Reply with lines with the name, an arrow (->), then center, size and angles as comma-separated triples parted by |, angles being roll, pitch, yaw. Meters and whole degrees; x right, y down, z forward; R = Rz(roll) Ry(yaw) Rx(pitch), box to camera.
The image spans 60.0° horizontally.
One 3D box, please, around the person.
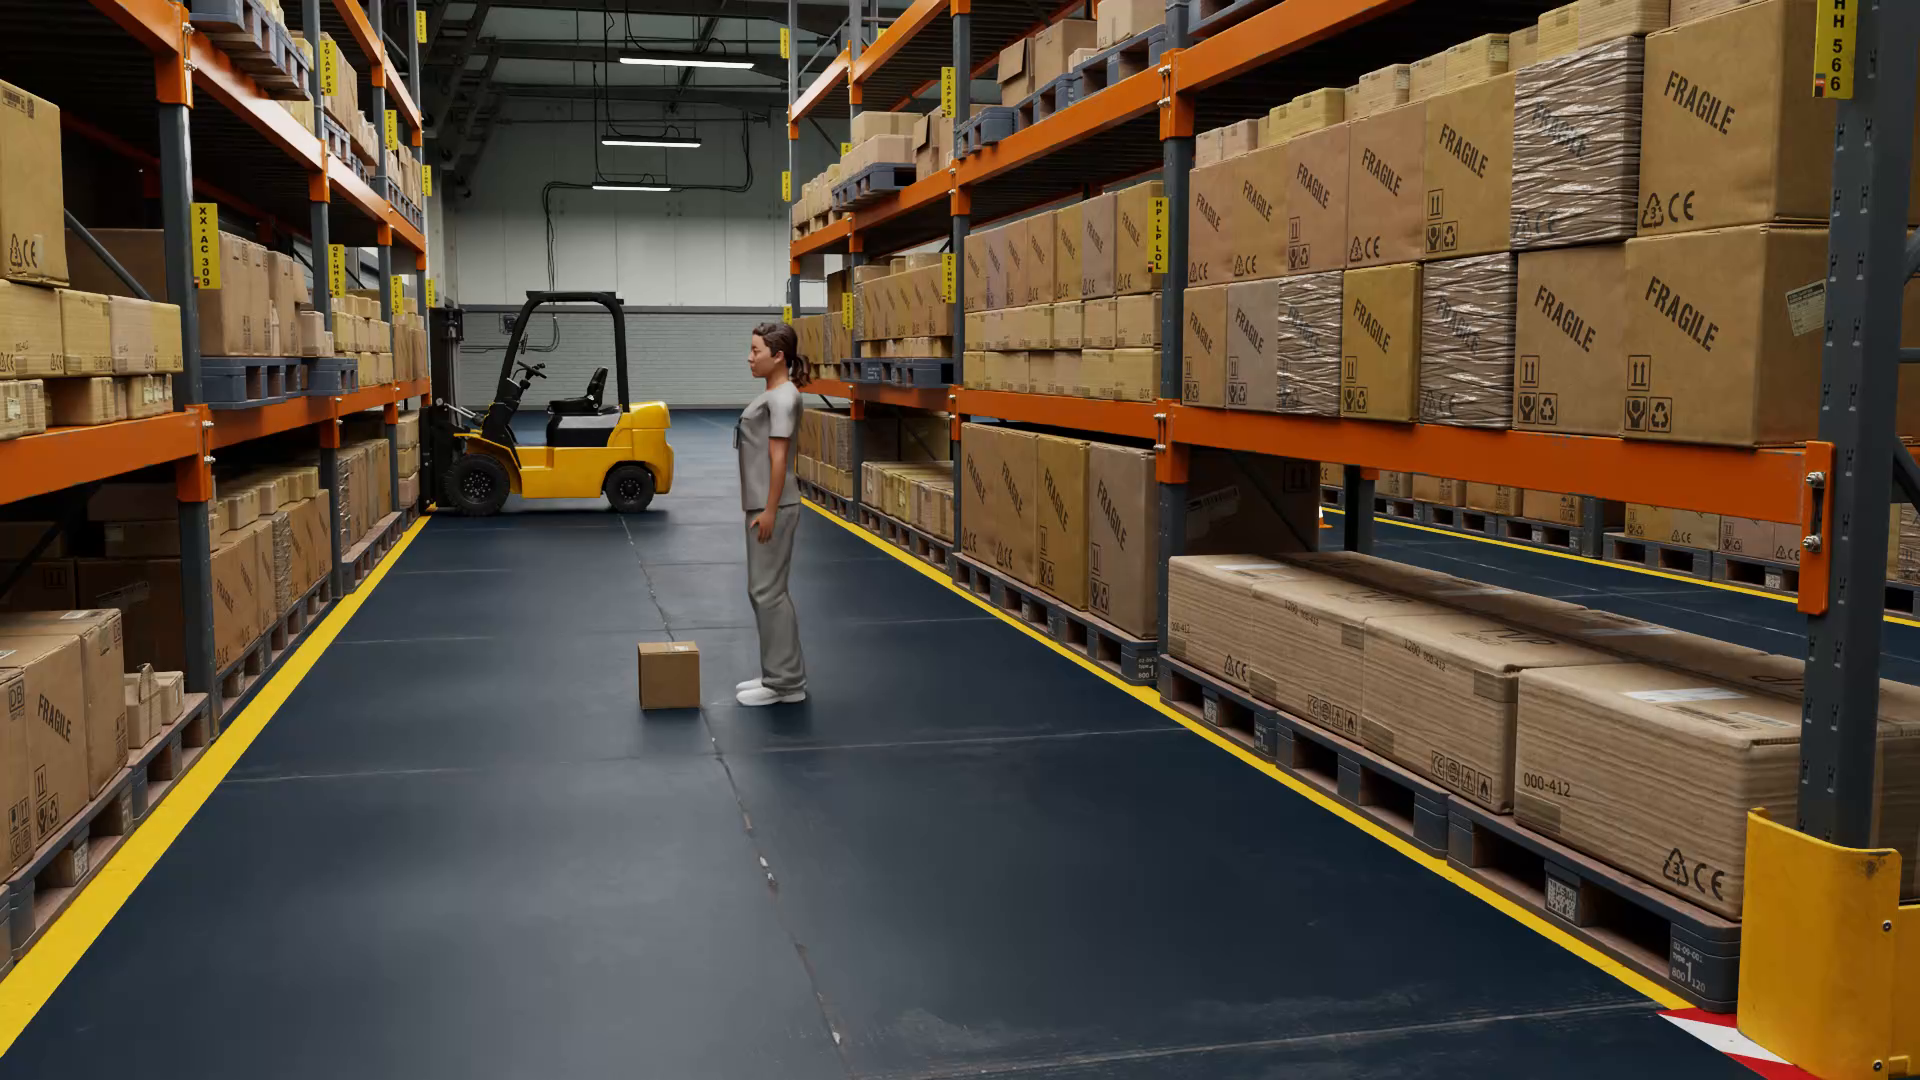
person -> -0.818, -0.120, 7.305 | 0.369, 1.674, 0.439 | -1, 6, -12
